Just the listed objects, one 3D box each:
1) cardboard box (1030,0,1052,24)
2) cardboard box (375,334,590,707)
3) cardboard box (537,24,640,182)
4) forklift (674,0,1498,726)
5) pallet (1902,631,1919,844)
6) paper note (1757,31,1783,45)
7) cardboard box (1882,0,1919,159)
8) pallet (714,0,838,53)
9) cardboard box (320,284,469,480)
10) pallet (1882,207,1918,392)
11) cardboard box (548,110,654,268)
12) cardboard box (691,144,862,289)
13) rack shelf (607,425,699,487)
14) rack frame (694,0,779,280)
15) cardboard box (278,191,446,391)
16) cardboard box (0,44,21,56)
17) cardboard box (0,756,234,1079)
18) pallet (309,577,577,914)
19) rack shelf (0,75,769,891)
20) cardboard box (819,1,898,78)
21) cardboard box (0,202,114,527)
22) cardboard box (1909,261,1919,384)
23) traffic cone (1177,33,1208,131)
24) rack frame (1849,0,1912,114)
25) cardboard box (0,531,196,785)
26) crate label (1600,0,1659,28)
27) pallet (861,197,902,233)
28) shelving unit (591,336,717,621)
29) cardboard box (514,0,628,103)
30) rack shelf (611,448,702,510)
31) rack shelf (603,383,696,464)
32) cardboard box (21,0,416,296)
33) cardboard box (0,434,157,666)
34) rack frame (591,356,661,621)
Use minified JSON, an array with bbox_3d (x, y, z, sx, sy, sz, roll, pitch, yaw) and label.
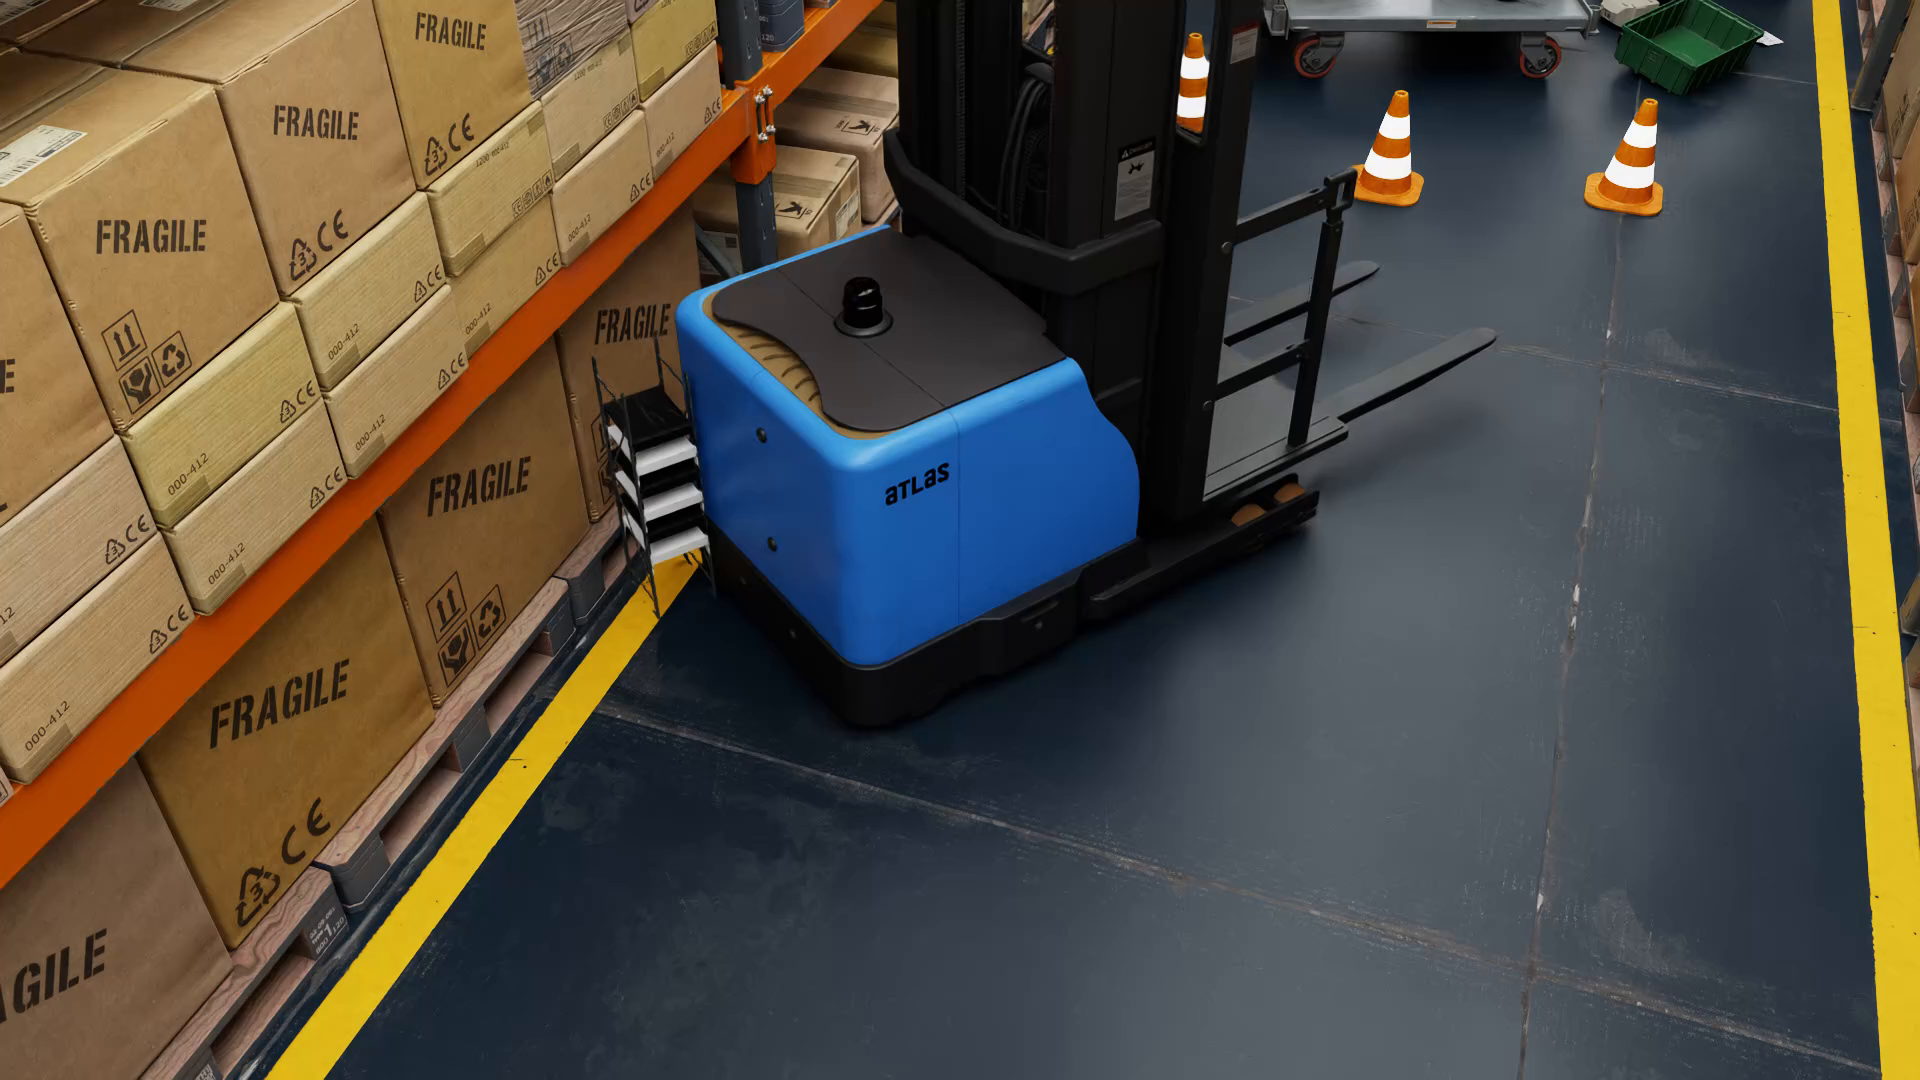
[{"bbox_3d":[0.043,-3.075,8.744,0.950,0.372,0.625,14,42,16],"label":"cardboard box"},{"bbox_3d":[-1.771,-0.201,4.988,0.875,0.875,0.875,14,42,16],"label":"cardboard box"},{"bbox_3d":[-1.246,-1.263,4.650,0.500,0.250,0.500,12,42,14],"label":"cardboard box"},{"bbox_3d":[0.626,-1.326,5.046,3.031,2.935,1.130,-25,46,-26],"label":"forklift"},{"bbox_3d":[3.270,0.779,4.674,1.003,0.211,1.213,13,42,15],"label":"pallet"},{"bbox_3d":[4.285,-2.680,8.867,0.147,0.020,0.142,-13,42,-15],"label":"paper note"},{"bbox_3d":[4.779,-2.103,7.314,1.050,0.750,0.750,13,42,15],"label":"cardboard box"},{"bbox_3d":[-1.004,-2.181,6.143,1.213,0.211,1.003,13,42,15],"label":"pallet"},{"bbox_3d":[-1.572,-0.436,4.066,0.500,0.250,0.500,13,42,14],"label":"cardboard box"},{"bbox_3d":[4.298,-0.903,6.646,1.003,0.211,1.213,13,42,15],"label":"pallet"},{"bbox_3d":[-1.237,-1.057,4.793,0.500,0.250,0.500,14,42,16],"label":"cardboard box"},{"bbox_3d":[-0.945,-1.298,6.661,0.950,0.372,0.625,11,42,12],"label":"cardboard box"},{"bbox_3d":[-0.960,-0.292,5.173,0.200,0.077,0.258,-22,45,-24],"label":"rack shelf"},{"bbox_3d":[-1.148,-1.795,5.543,1.000,3.000,0.127,13,42,15],"label":"rack frame"},{"bbox_3d":[-1.580,-0.630,3.907,0.500,0.250,0.500,12,42,14],"label":"cardboard box"},{"bbox_3d":[-2.237,-0.724,3.440,0.500,0.500,0.500,15,43,16],"label":"cardboard box"},{"bbox_3d":[-2.379,0.897,3.701,0.875,0.875,0.875,15,43,16],"label":"cardboard box"},{"bbox_3d":[-1.907,0.471,5.035,1.003,0.211,1.213,13,42,15],"label":"pallet"},{"bbox_3d":[-1.832,-0.302,4.347,1.077,0.370,4.000,13,42,15],"label":"rack shelf"},{"bbox_3d":[-0.436,-2.211,7.731,0.950,0.372,0.625,15,43,17],"label":"cardboard box"},{"bbox_3d":[-1.947,-0.295,2.937,0.500,0.500,0.500,13,42,15],"label":"cardboard box"},{"bbox_3d":[4.127,-0.948,5.959,1.050,0.750,0.750,14,42,16],"label":"cardboard box"},{"bbox_3d":[1.112,-2.203,7.975,0.336,0.463,0.334,13,42,15],"label":"traffic cone"},{"bbox_3d":[4.906,-3.198,7.187,1.000,3.000,0.127,13,42,15],"label":"rack frame"},{"bbox_3d":[-1.941,0.176,3.349,0.500,0.250,0.500,12,42,14],"label":"cardboard box"},{"bbox_3d":[3.629,-2.872,9.011,0.298,0.136,0.250,-13,42,-15],"label":"crate label"},{"bbox_3d":[-0.879,-1.211,7.006,1.003,0.211,1.213,13,42,15],"label":"pallet"},{"bbox_3d":[-0.960,-0.180,5.268,0.210,0.900,0.258,-22,45,-24],"label":"shelving unit"},{"bbox_3d":[-1.246,-1.526,4.380,0.500,0.500,0.500,14,42,16],"label":"cardboard box"},{"bbox_3d":[-0.960,-0.223,5.231,0.200,0.077,0.258,-22,45,-24],"label":"rack shelf"},{"bbox_3d":[-0.960,-0.360,5.114,0.200,0.077,0.258,-22,45,-24],"label":"rack shelf"},{"bbox_3d":[-1.602,-0.917,3.666,0.500,0.500,0.500,13,42,14],"label":"cardboard box"},{"bbox_3d":[-1.948,-0.019,3.191,0.500,0.250,0.500,14,42,16],"label":"cardboard box"},{"bbox_3d":[-1.046,-0.145,5.227,0.006,0.900,0.240,-22,45,-24],"label":"rack frame"}]
